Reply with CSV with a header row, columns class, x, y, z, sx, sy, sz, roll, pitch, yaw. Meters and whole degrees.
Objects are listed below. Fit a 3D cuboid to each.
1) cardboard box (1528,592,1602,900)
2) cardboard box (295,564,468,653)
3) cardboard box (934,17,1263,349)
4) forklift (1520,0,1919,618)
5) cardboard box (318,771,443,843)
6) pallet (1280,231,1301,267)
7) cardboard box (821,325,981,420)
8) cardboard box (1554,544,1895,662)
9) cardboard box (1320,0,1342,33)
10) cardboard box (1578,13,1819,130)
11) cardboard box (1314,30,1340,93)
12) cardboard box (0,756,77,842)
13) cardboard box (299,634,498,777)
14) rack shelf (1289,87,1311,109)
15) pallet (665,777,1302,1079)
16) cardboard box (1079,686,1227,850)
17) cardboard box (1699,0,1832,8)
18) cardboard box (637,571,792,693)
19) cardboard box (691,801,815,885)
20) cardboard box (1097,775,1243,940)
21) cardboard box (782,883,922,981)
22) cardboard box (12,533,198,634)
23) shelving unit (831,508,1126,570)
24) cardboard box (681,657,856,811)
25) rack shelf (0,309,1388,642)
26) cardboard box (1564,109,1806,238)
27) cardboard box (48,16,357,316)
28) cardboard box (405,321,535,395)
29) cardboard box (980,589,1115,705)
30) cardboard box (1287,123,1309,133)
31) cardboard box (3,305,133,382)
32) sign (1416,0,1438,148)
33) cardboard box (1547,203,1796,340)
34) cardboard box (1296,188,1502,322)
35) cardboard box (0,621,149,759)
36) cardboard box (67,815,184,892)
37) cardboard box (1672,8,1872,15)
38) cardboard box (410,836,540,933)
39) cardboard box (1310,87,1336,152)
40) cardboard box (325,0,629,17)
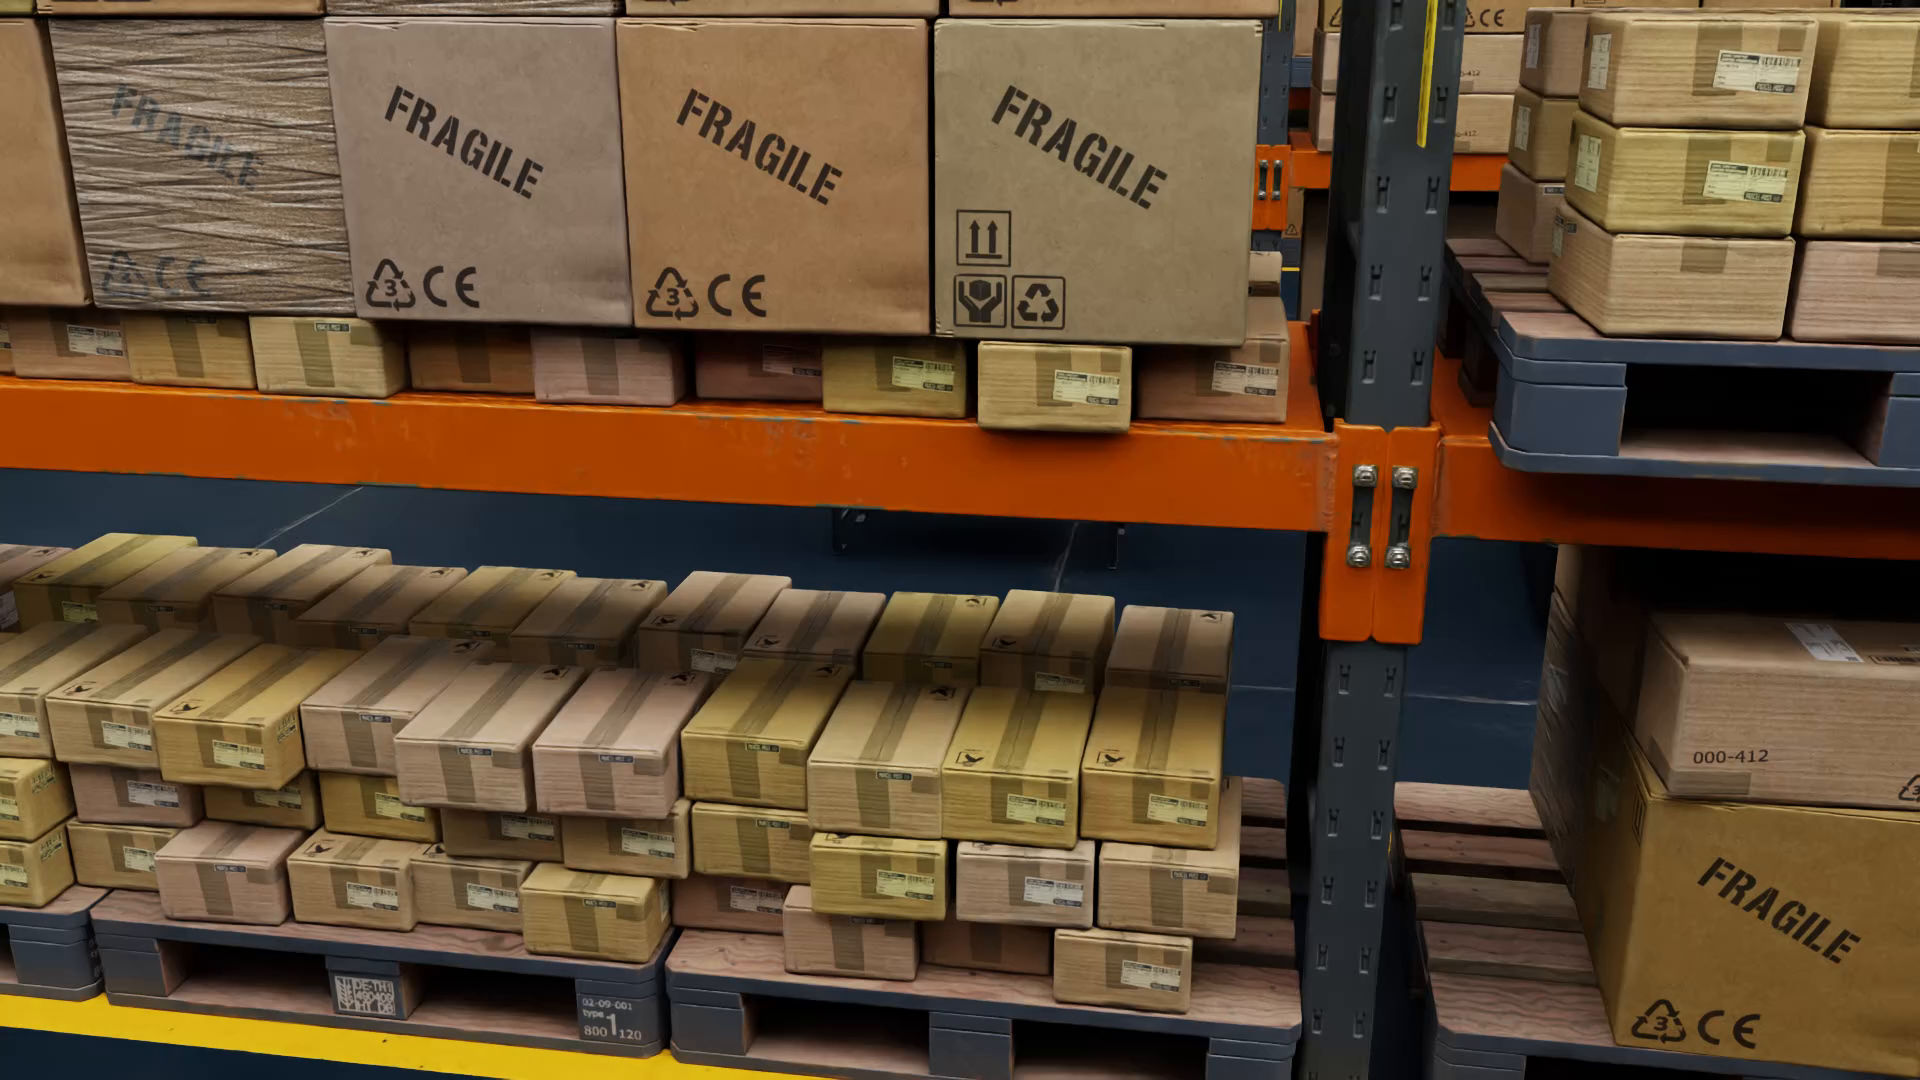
class,x,y,z,sx,sy,sz,roll,pitch,yaw
cardboard box,1.539,0.439,3.542,0.500,0.500,0.500,3,19,8
cardboard box,-1.341,0.192,3.896,0.250,0.149,0.380,2,19,7
cardboard box,0.246,-0.630,2.832,0.500,0.500,0.500,3,19,9
forklift,3.436,-1.109,4.999,3.031,2.935,1.130,5,19,14
cardboard box,-1.135,0.475,3.517,0.250,0.149,0.380,4,19,11
pallet,3.046,-2.265,12.741,1.213,0.211,1.003,3,19,9
cardboard box,-0.077,-0.339,2.984,0.250,0.149,0.380,4,19,11
cardboard box,1.544,0.083,3.423,0.500,0.250,0.500,2,19,7
cardboard box,1.842,-2.471,7.227,0.500,0.500,0.500,3,19,9
cardboard box,1.084,-0.704,2.476,0.250,0.149,0.380,4,19,11
cardboard box,1.843,-2.117,7.351,0.500,0.250,0.500,2,19,7
cardboard box,-1.951,0.474,3.520,0.250,0.149,0.380,4,19,10
cardboard box,-1.152,0.339,3.456,0.250,0.149,0.380,3,19,9
rack shelf,4.212,-3.175,12.199,4.000,0.370,1.077,3,19,9
pallet,0.099,0.794,3.598,1.213,0.211,1.003,3,19,9
cardboard box,0.376,0.429,3.188,0.250,0.149,0.380,3,19,10
cardboard box,3.355,-2.404,7.027,0.500,0.500,0.500,3,19,8
cardboard box,-0.559,0.209,3.846,0.250,0.149,0.380,3,19,10
cardboard box,-0.362,0.529,3.358,0.250,0.149,0.380,3,19,9
cardboard box,0.407,0.590,3.175,0.250,0.149,0.380,3,19,10
cardboard box,-0.187,0.702,3.310,0.250,0.149,0.380,2,19,7
cardboard box,-2.103,0.115,4.126,0.250,0.149,0.380,3,19,7
shelving unit,0.084,-0.707,6.052,1.048,1.500,0.538,3,19,9
cardboard box,-0.374,0.380,3.332,0.250,0.149,0.380,4,19,10
rack shelf,-1.206,-0.265,3.502,4.000,0.370,1.077,3,19,9
cardboard box,1.084,-0.563,2.523,0.250,0.149,0.380,3,19,10
cardboard box,-1.263,-0.715,3.086,0.500,0.500,0.500,2,19,7
cardboard box,-0.843,-0.393,3.147,0.250,0.149,0.380,3,19,8
cardboard box,0.198,0.250,3.721,0.250,0.149,0.380,4,19,11
cardboard box,2.559,-2.997,12.319,0.250,0.149,0.380,3,19,8
cardboard box,-1.618,-0.426,3.245,0.250,0.149,0.380,3,19,8
sign,0.690,-0.746,2.441,0.005,0.325,0.100,3,19,9
cardboard box,1.084,-0.422,2.570,0.250,0.149,0.380,2,19,6
cardboard box,2.078,-1.247,7.989,0.875,0.875,0.875,4,19,10
cardboard box,-1.940,0.312,3.537,0.250,0.149,0.380,2,19,6
cardboard box,-1.695,0.601,3.612,0.250,0.149,0.380,3,19,9
cardboard box,1.461,-0.896,3.049,0.250,0.149,0.380,2,19,7
cardboard box,-0.942,0.648,3.471,0.250,0.149,0.380,3,19,10
cardboard box,1.846,-1.886,7.448,0.500,0.250,0.500,2,19,7
cardboard box,-0.753,-1.162,2.846,0.500,0.500,0.500,3,19,10
